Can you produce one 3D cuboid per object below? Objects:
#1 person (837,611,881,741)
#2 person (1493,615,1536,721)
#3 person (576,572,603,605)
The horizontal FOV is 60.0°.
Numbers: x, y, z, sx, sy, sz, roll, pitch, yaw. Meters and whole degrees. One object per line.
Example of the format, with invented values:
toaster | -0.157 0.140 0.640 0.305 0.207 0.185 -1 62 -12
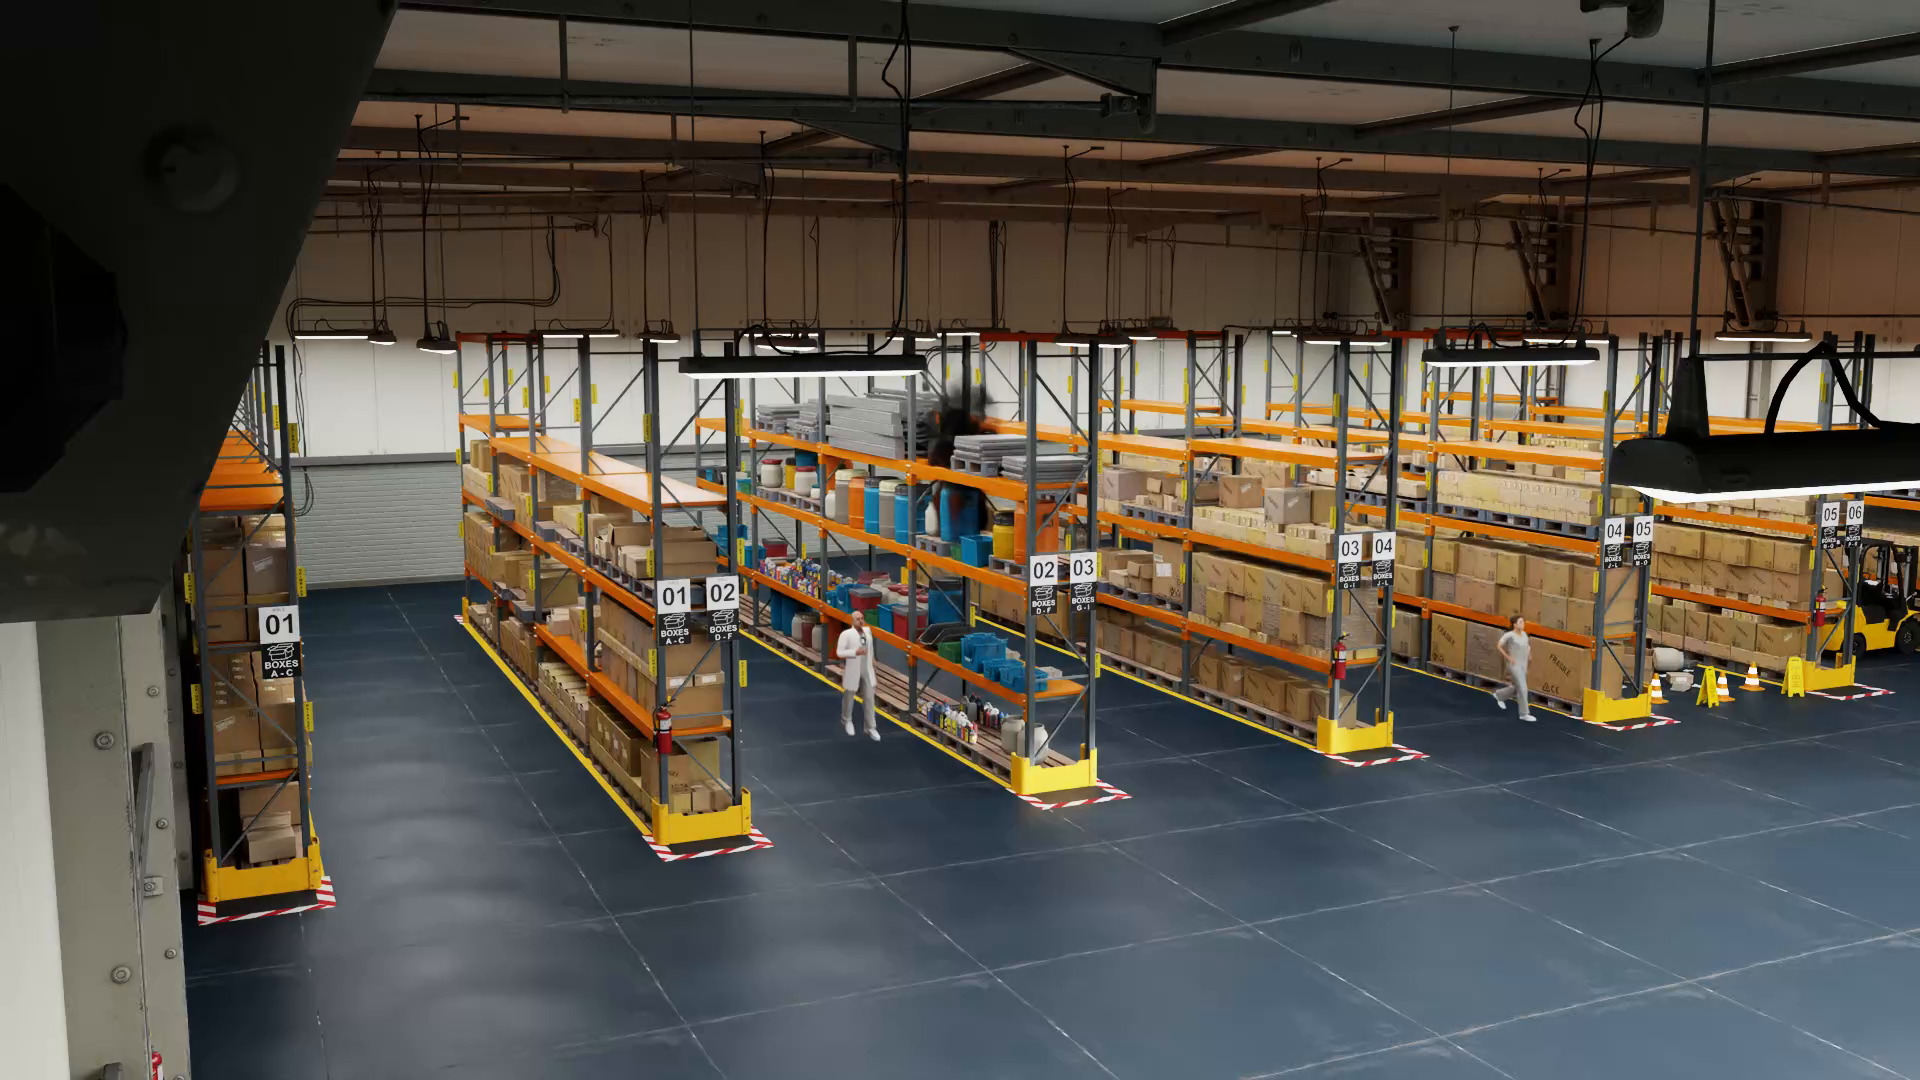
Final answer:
person | -1.447 1.973 23.857 0.698 1.745 0.908 -5 9 -30
person | 8.719 1.981 26.120 0.578 1.644 0.863 -5 9 -32
person | -7.508 0.849 34.244 0.680 1.782 0.718 -7 11 -44
